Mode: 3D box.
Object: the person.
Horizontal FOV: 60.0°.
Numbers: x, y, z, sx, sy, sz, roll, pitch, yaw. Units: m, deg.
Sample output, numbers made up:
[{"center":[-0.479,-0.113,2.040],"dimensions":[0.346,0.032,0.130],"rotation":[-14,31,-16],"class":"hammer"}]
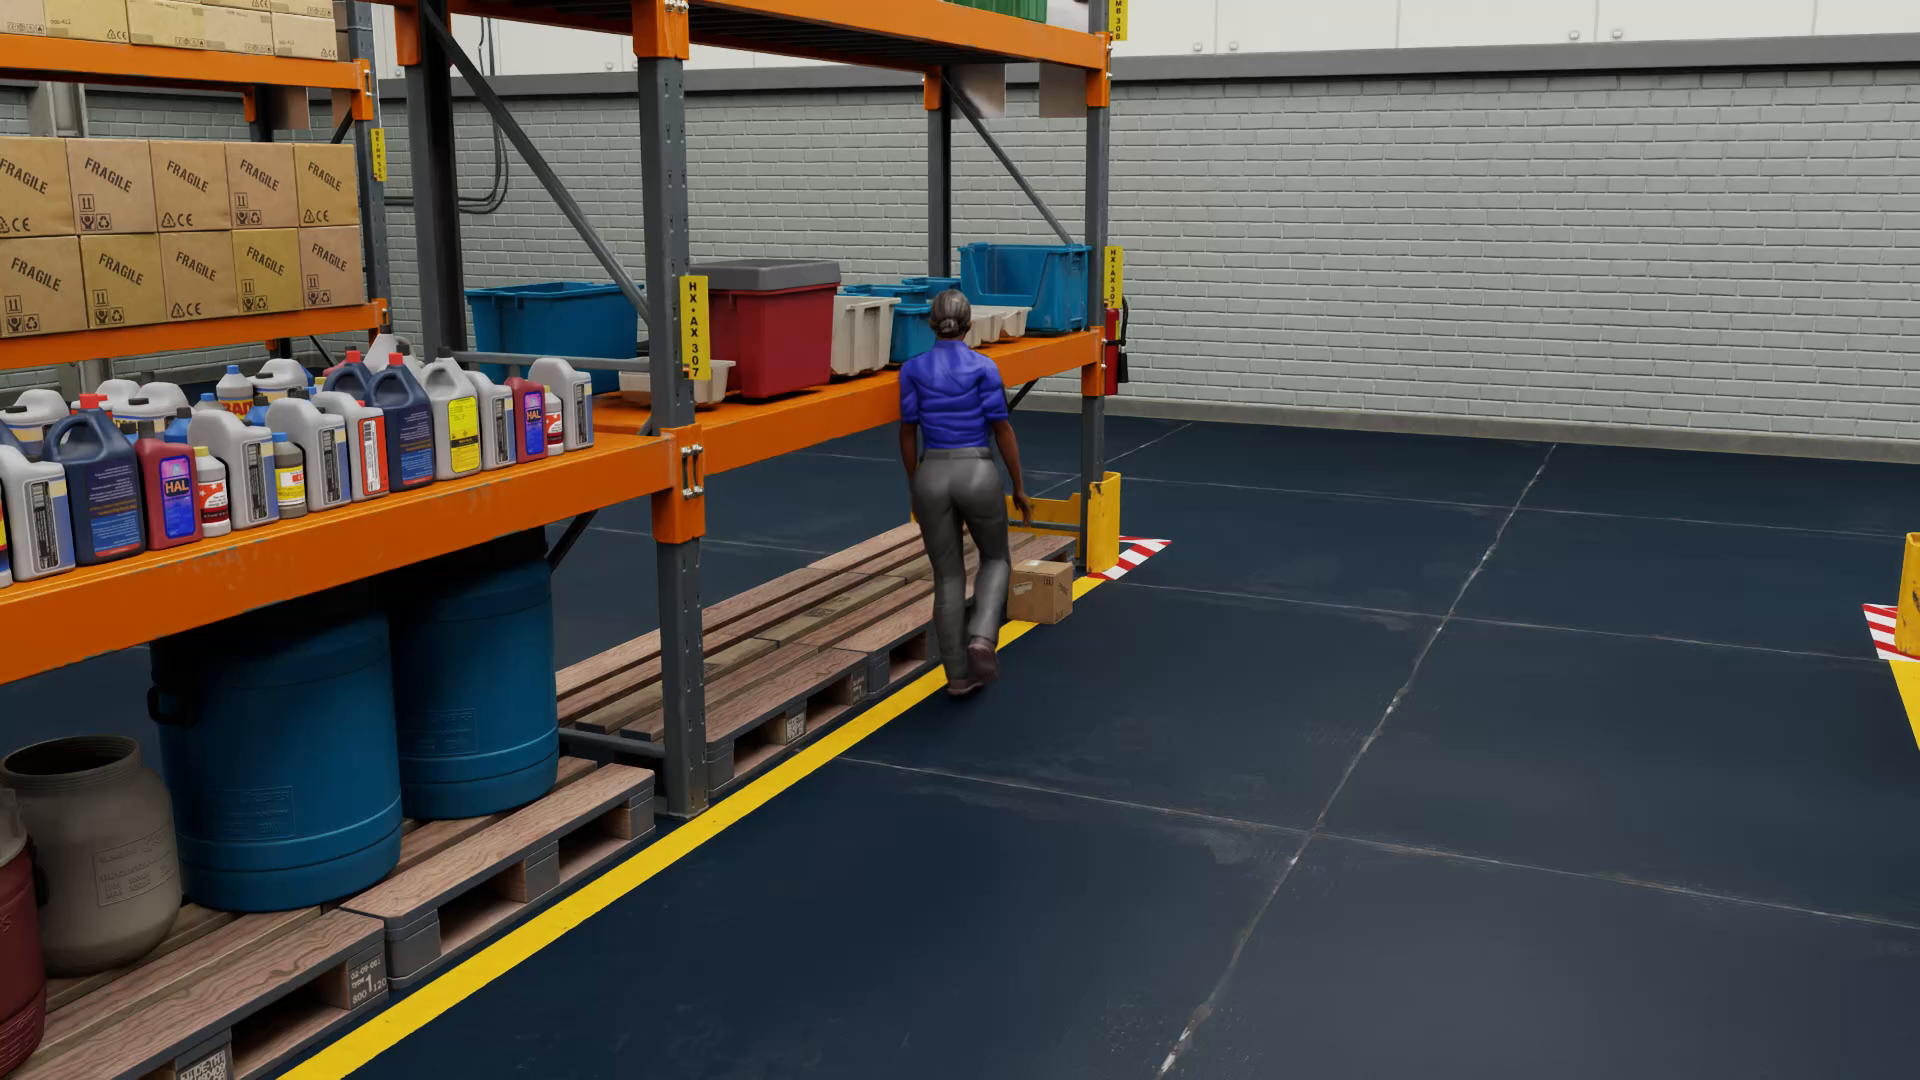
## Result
[{"center":[0.009,-0.190,6.779],"dimensions":[0.553,1.648,0.465],"rotation":[2,13,11],"class":"person"}]
